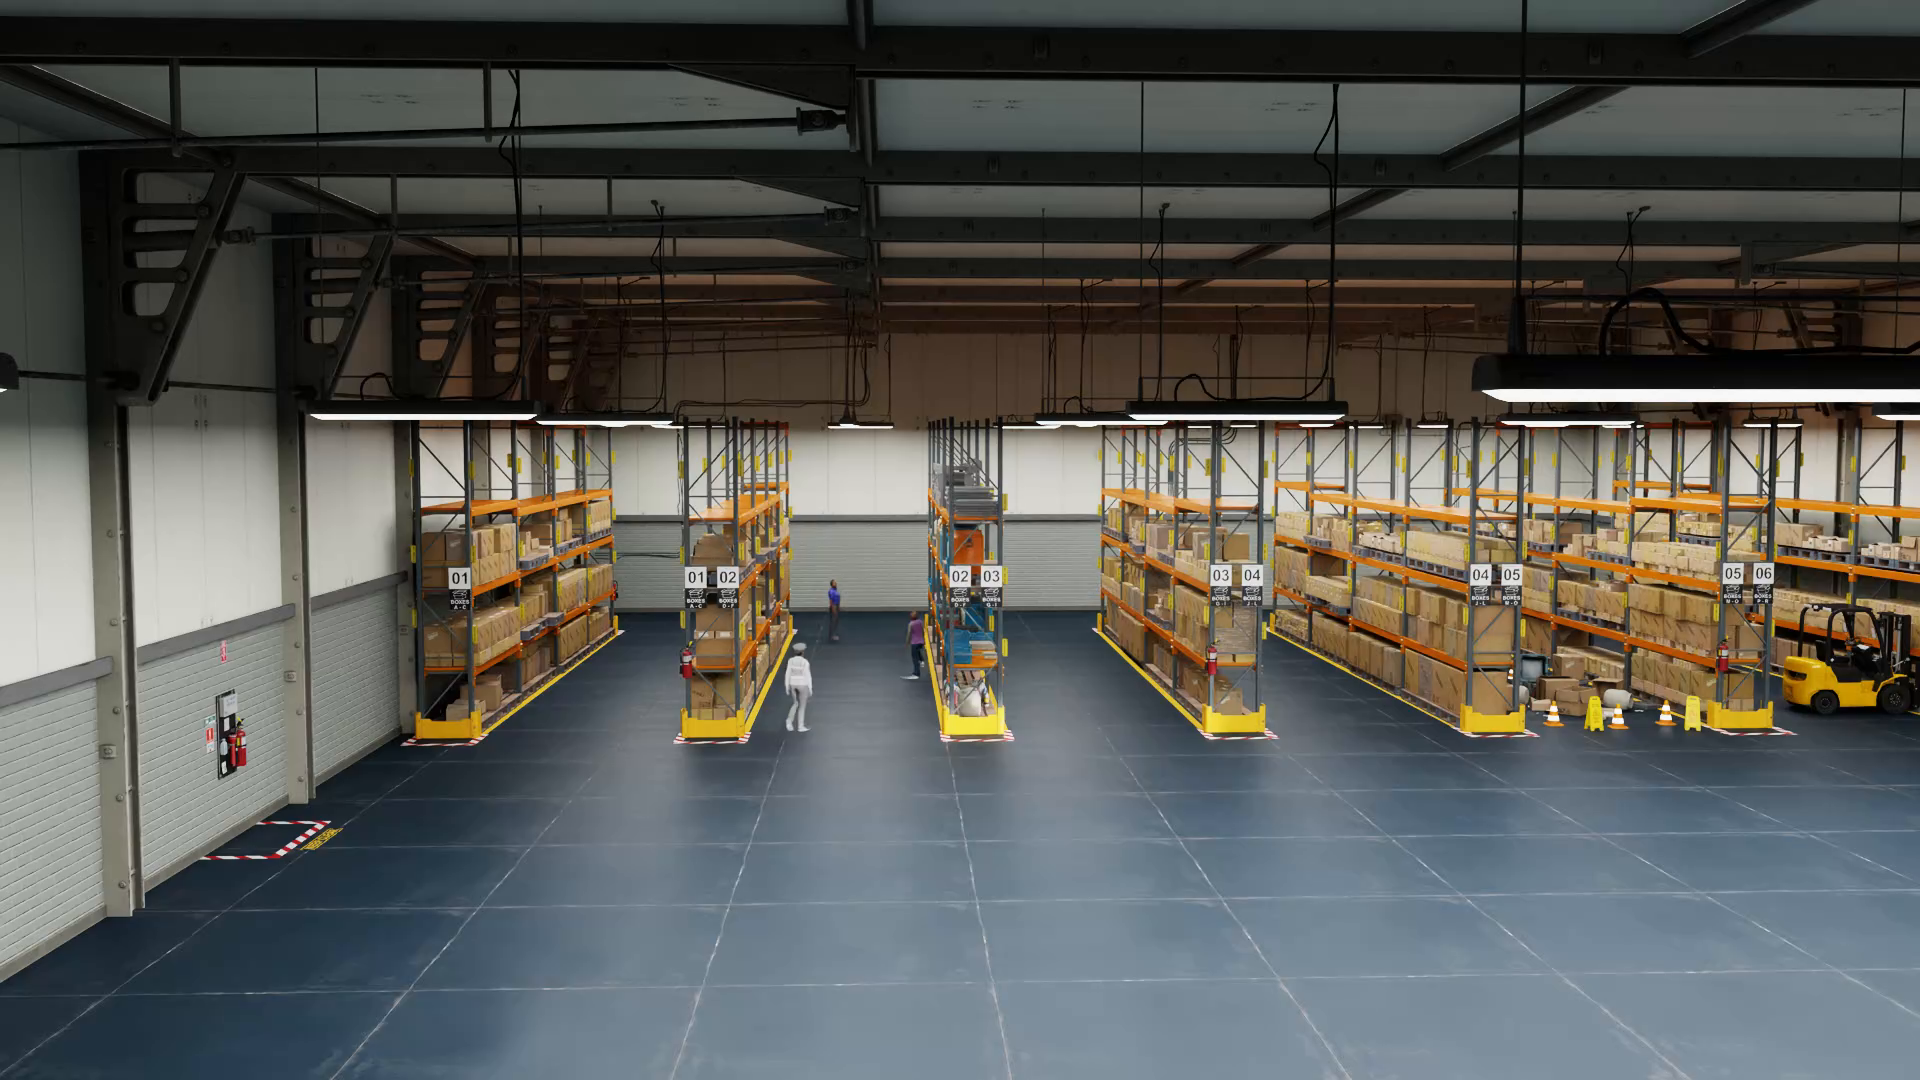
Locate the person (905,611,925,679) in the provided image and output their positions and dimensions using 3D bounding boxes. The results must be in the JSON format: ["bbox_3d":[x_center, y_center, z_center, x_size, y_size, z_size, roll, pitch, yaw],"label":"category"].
[{"bbox_3d":[-1.037,2.407,38.548,0.525,1.573,0.577,3,5,39],"label":"person"}]

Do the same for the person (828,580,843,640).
[{"bbox_3d":[-3.452,1.925,45.758,0.391,1.671,0.503,1,4,13],"label":"person"}]

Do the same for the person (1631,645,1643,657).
[{"bbox_3d":[16.414,2.231,40.240,0.534,1.747,0.846,-3,5,-40],"label":"person"}]

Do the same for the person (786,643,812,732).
[{"bbox_3d":[-3.062,2.801,31.634,0.528,1.684,0.445,2,4,30],"label":"person"}]
